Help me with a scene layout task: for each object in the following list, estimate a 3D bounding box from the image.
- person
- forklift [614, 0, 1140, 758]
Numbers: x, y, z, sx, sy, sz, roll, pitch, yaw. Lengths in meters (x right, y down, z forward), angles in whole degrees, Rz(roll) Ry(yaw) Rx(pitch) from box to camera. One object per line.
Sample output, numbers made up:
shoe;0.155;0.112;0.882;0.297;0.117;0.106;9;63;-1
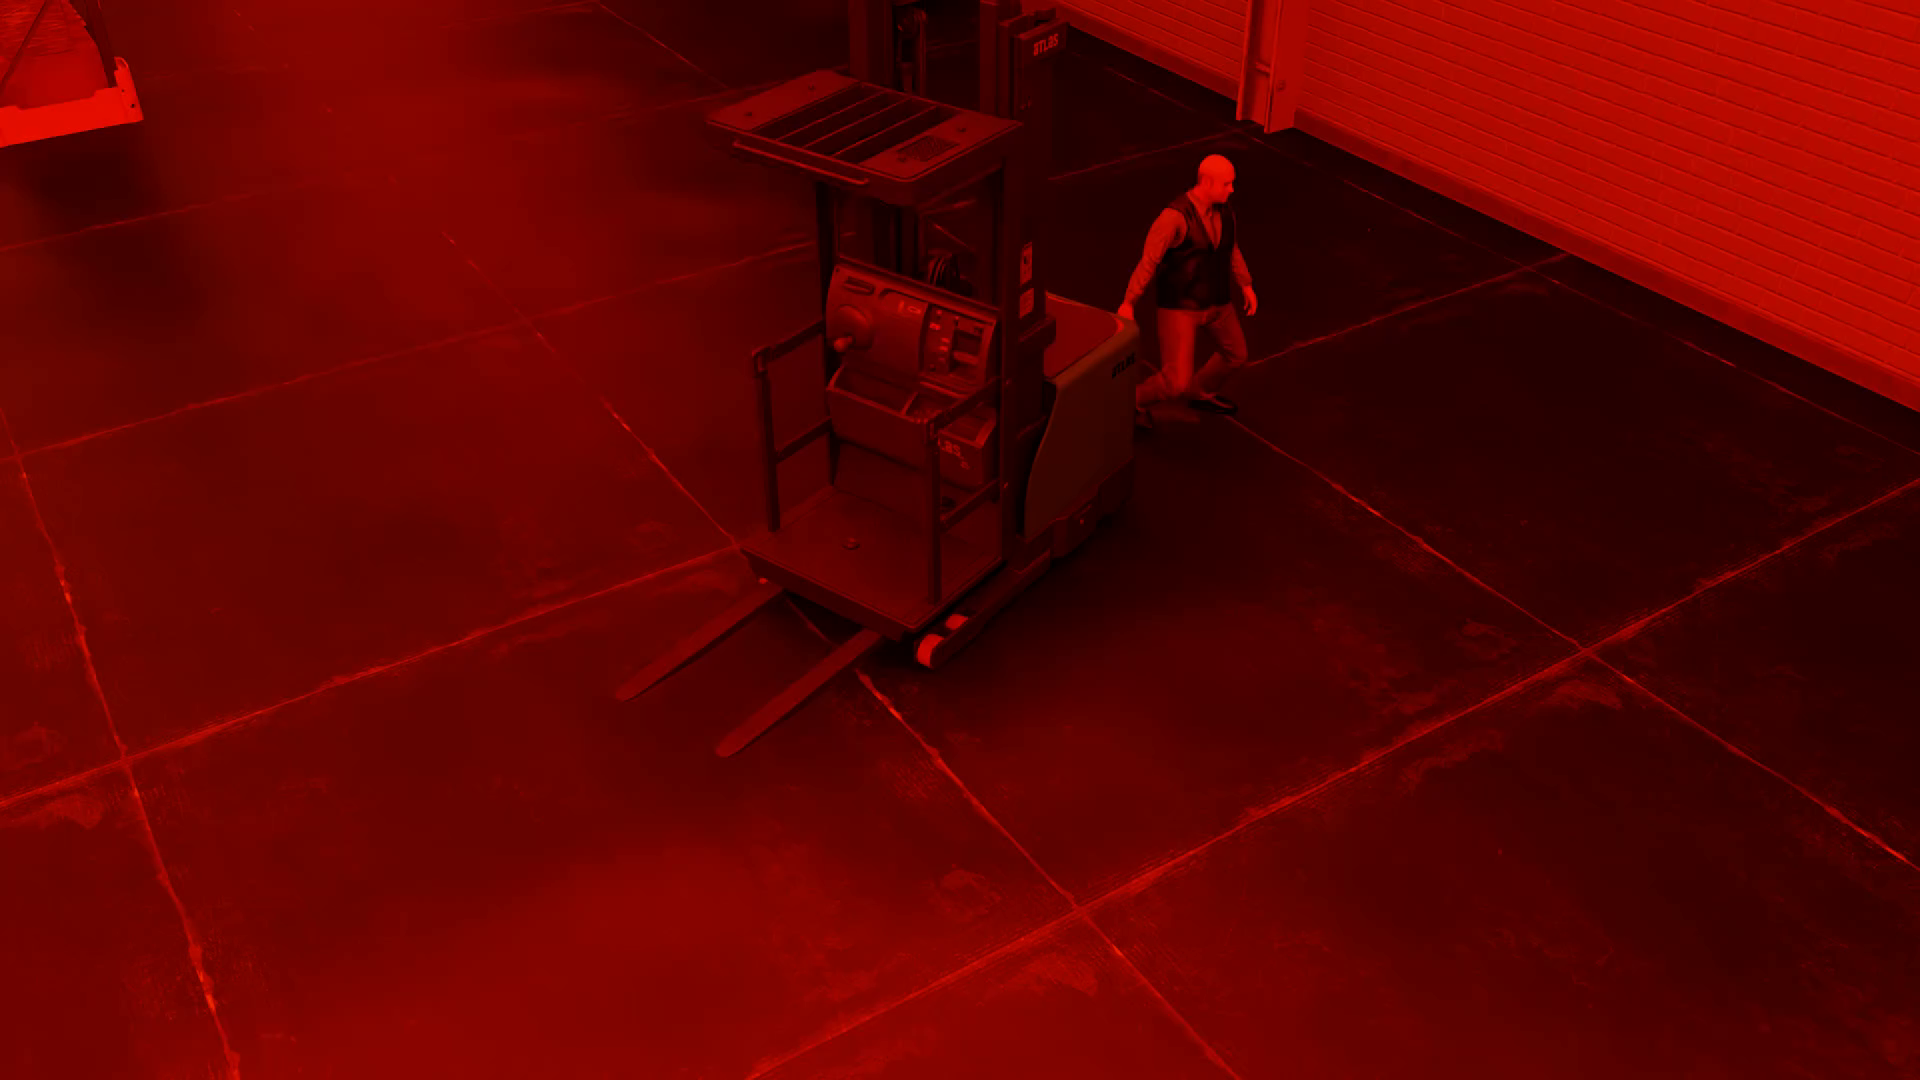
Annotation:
person;1.267;-1.315;9.153;0.885;1.629;0.486;-20;40;-26
forklift;-0.357;-0.911;7.444;1.130;2.935;3.031;23;41;29
